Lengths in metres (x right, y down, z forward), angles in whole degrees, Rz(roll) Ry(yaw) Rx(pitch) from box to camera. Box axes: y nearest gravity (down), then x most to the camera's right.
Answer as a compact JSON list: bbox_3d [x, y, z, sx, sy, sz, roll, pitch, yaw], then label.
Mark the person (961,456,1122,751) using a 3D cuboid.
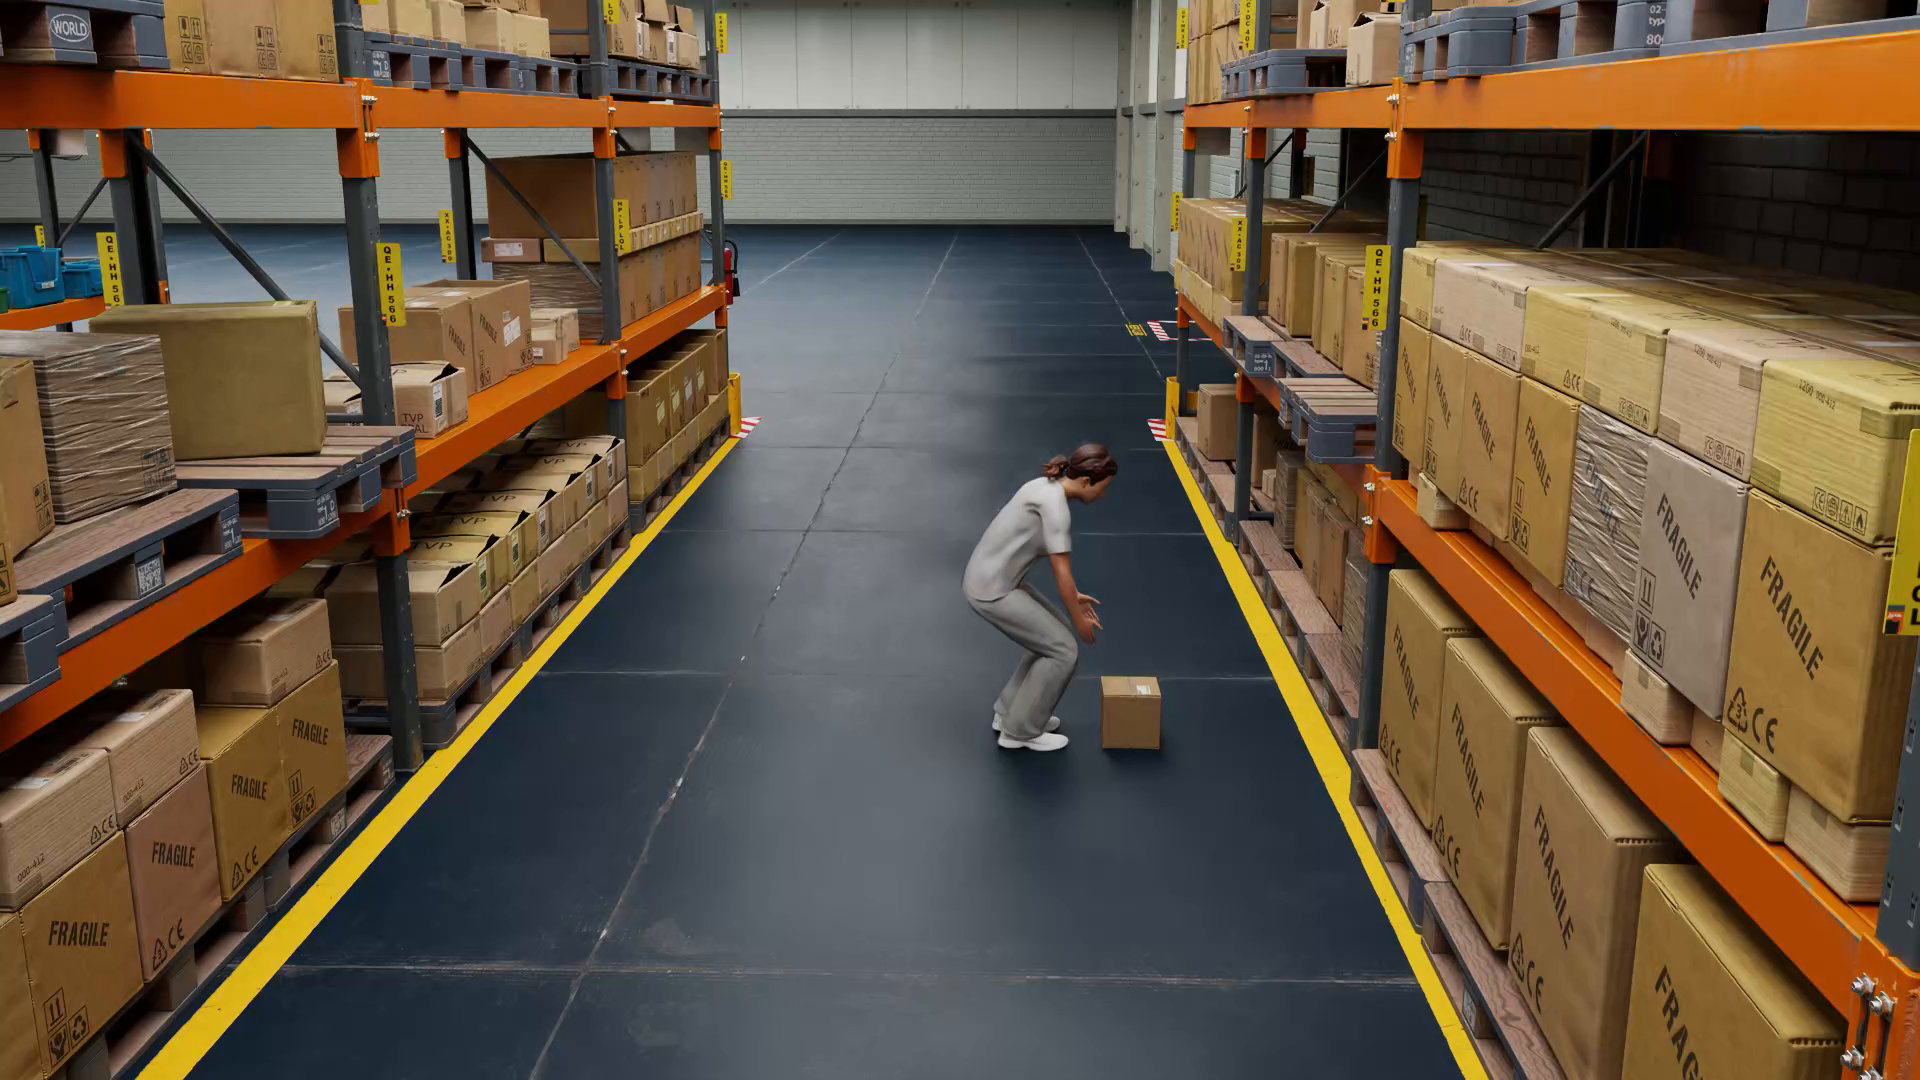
[{"bbox_3d":[0.353,0.259,7.299,0.696,1.275,0.490,0,14,2],"label":"person"}]
